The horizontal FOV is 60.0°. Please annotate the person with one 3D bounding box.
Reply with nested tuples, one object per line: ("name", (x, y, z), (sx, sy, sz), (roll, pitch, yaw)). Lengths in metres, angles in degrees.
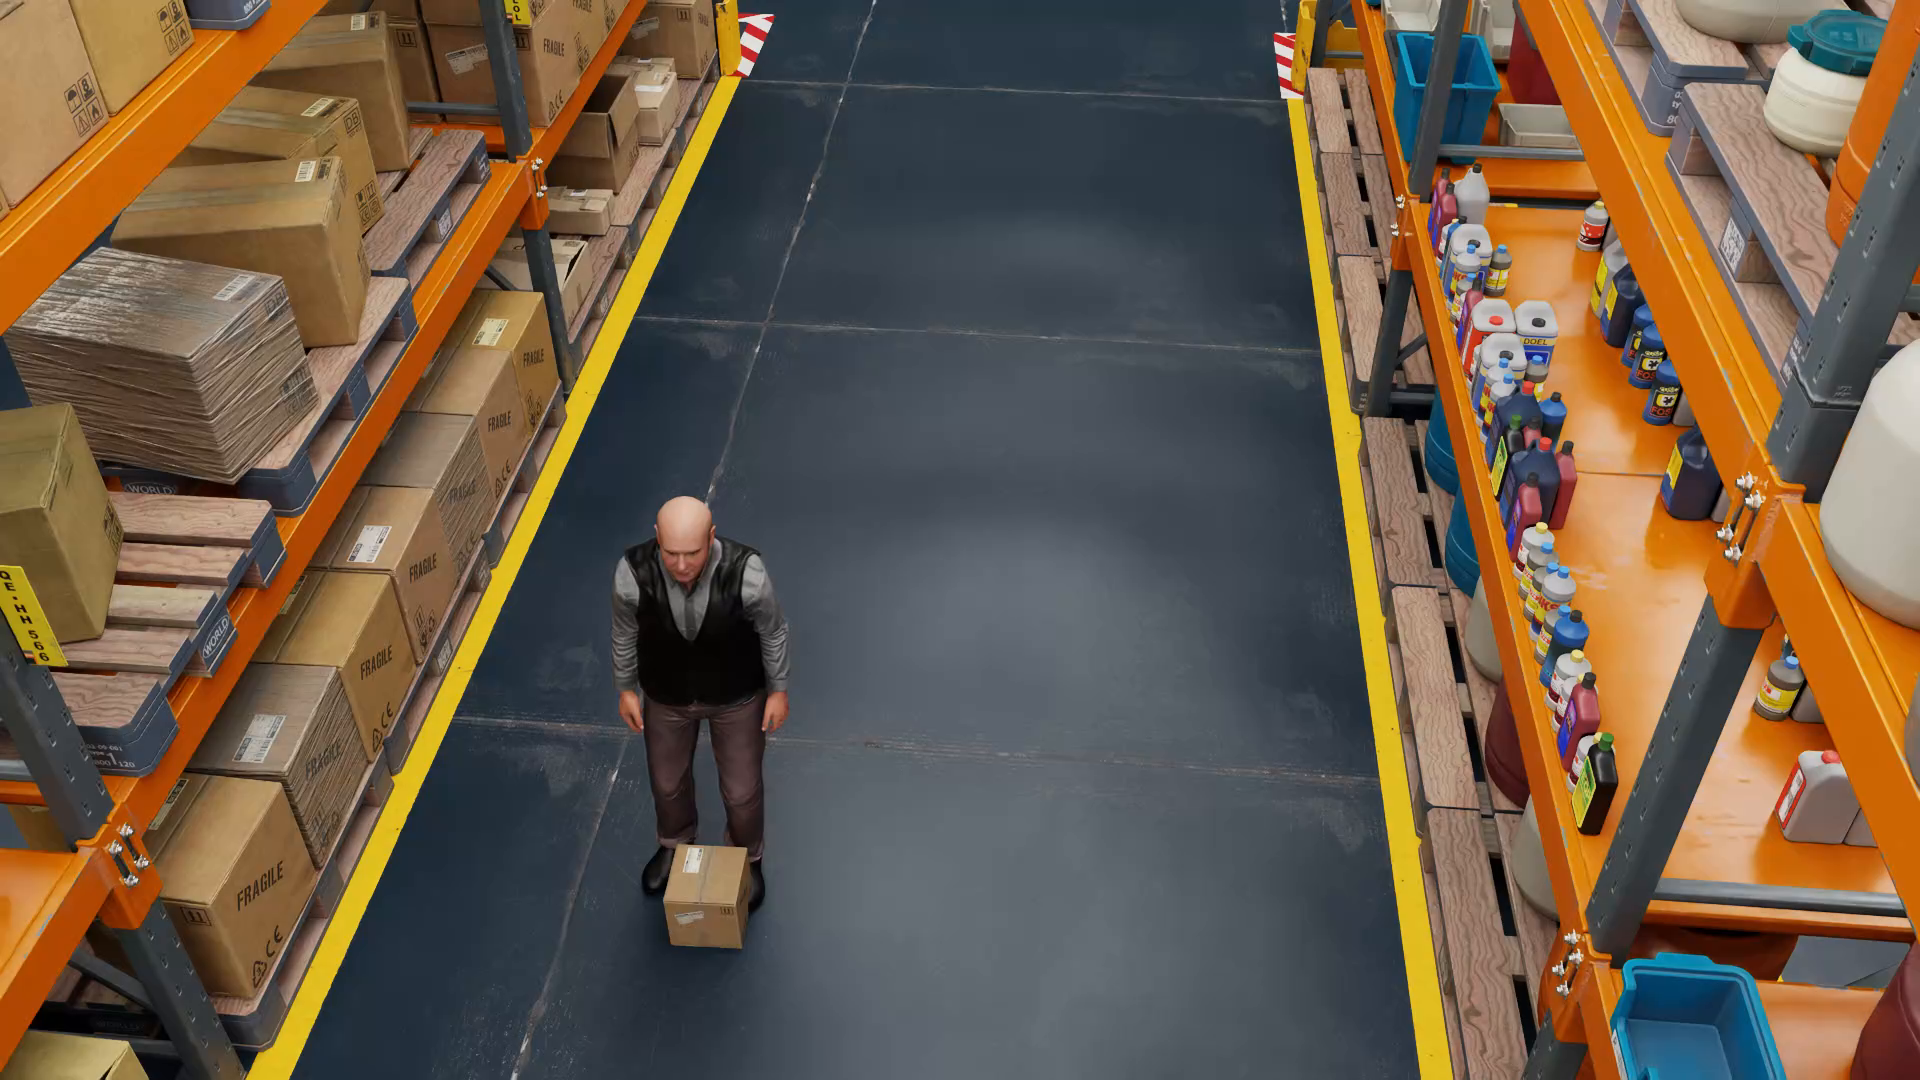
("person", (-0.855, 0.520, 5.550), (0.593, 1.720, 0.474), (1, 40, 1))
